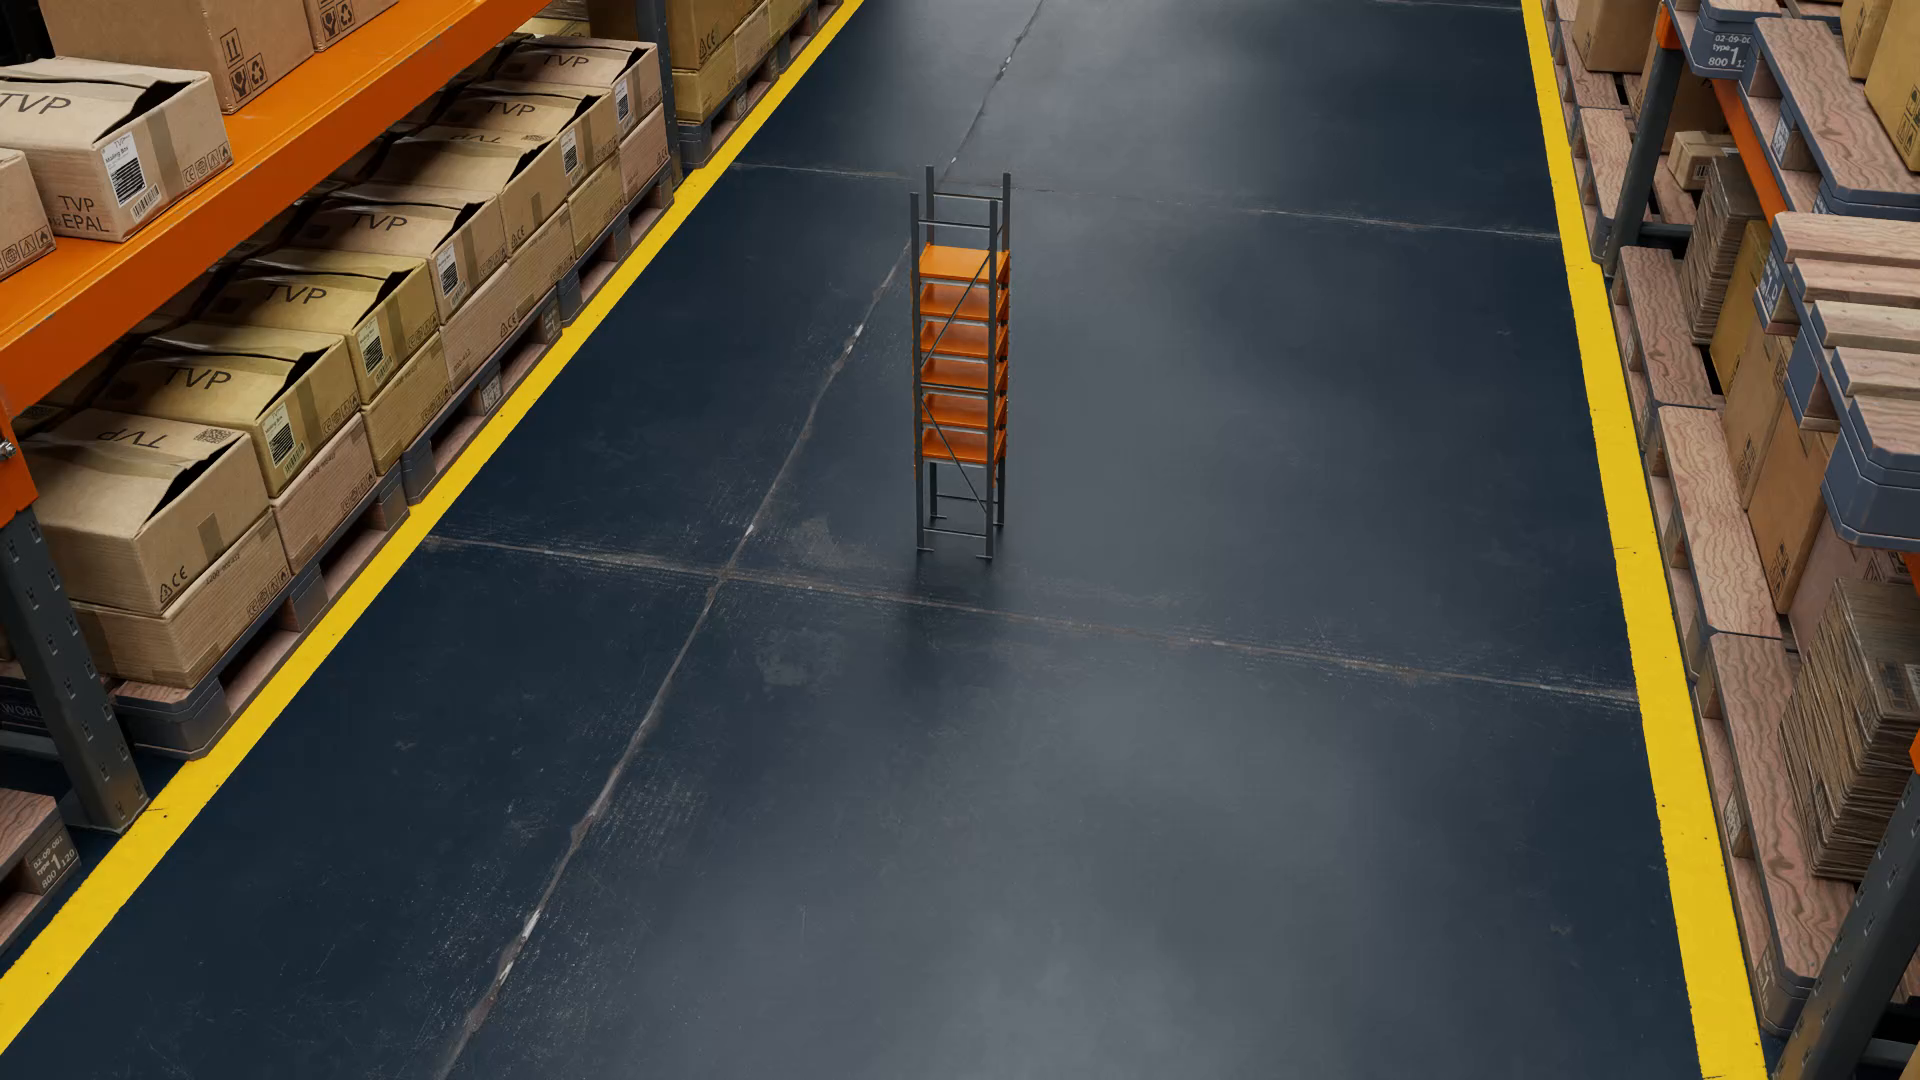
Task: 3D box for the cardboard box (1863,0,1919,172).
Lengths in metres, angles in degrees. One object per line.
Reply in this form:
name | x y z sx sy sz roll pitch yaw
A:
cardboard box | 2.578 -1.148 3.818 0.700 0.500 0.500 7 37 10

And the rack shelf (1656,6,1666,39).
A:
rack shelf | 3.525 -3.091 7.571 1.077 0.370 4.000 7 37 10

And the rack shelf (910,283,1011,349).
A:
rack shelf | 0.003 -0.652 4.795 0.258 0.103 0.180 7 37 10

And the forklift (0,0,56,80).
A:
forklift | -4.270 -2.416 6.085 1.130 2.935 3.031 7 36 9

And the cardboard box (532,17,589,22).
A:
cardboard box | -1.741 -2.489 8.114 0.500 0.250 0.500 7 37 10

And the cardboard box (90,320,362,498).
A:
cardboard box | -2.094 -0.410 4.767 0.500 0.311 0.500 6 36 9

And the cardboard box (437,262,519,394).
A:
cardboard box | -1.877 -0.762 5.730 0.500 0.250 0.500 8 37 11

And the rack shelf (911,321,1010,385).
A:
rack shelf | 0.003 -0.555 4.865 0.258 0.103 0.180 7 37 10

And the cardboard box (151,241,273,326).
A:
cardboard box | -2.511 -0.764 5.255 0.500 0.311 0.500 7 37 10

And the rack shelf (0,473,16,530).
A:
rack shelf | -3.024 0.877 2.097 1.077 0.370 4.000 7 37 10

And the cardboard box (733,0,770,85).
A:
cardboard box | -1.236 -2.425 8.024 0.500 0.250 0.500 7 37 10

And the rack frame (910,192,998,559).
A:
rack frame | -0.016 -0.442 4.837 0.240 1.200 0.006 7 37 10

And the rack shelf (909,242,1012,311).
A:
rack shelf | 0.003 -0.750 4.724 0.258 0.103 0.180 7 37 10

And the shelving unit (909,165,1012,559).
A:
shelving unit | 0.003 -0.494 4.909 0.258 1.200 0.189 7 37 10

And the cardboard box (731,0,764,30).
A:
cardboard box | -1.239 -2.729 7.805 0.500 0.500 0.500 7 37 10

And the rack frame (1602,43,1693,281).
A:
rack frame | 3.097 -2.235 5.778 1.000 3.000 0.127 7 37 10

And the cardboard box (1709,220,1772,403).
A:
cardboard box | 2.895 -0.675 5.380 0.700 0.500 0.500 7 36 9

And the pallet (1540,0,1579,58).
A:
pallet | 3.727 -2.894 9.064 1.003 0.211 1.213 7 37 10

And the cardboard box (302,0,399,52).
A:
cardboard box | -2.142 -1.867 5.185 0.500 0.500 0.500 7 37 10

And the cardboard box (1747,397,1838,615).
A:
cardboard box | 2.648 -0.096 4.582 0.700 0.500 0.500 7 37 10

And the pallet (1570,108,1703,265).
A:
pallet | 3.206 -1.496 7.134 1.003 0.211 1.213 7 37 10

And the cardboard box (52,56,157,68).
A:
cardboard box | -2.380 -1.197 4.560 0.380 0.149 0.250 10 37 13

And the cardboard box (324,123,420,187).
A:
cardboard box | -2.296 -1.349 6.062 0.500 0.311 0.500 6 36 8

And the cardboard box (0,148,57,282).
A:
cardboard box | -2.477 -0.728 3.774 0.500 0.311 0.500 10 37 13

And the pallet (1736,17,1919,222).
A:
pallet | 2.626 -1.004 4.243 1.003 0.211 1.213 7 37 10

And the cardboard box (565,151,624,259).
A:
cardboard box | -1.658 -1.347 6.537 0.500 0.250 0.500 7 36 9

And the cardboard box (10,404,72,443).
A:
cardboard box | -2.726 -0.176 4.444 0.500 0.311 0.500 8 37 11

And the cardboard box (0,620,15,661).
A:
cardboard box | -2.723 0.050 4.610 0.500 0.250 0.500 8 37 11

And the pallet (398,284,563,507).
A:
pallet | -2.120 -0.596 5.893 1.003 0.211 1.213 7 37 10

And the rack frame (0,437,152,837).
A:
rack frame | -2.597 -0.561 3.468 1.000 3.000 0.127 7 37 10

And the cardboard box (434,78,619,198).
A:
cardboard box | -1.654 -1.571 6.368 0.500 0.311 0.500 8 37 11

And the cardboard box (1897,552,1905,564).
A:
cardboard box | 2.529 -0.150 4.017 0.500 0.250 0.500 8 37 11

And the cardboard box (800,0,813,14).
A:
cardboard box | -1.023 -2.998 8.816 0.500 0.250 0.500 7 37 10

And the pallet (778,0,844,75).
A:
pallet | -1.274 -2.877 9.040 1.003 0.211 1.213 7 37 10

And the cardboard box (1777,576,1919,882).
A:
cardboard box | 2.346 0.473 3.797 0.700 0.500 0.500 8 37 11

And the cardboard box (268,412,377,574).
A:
cardboard box | -2.092 -0.169 4.913 0.500 0.250 0.500 6 36 9

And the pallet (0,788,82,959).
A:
pallet | -2.794 0.992 3.702 1.003 0.211 1.213 7 37 10

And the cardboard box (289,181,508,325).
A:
cardboard box | -1.874 -0.997 5.577 0.500 0.311 0.500 7 36 9

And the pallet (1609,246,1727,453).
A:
pallet | 2.933 -0.660 5.980 1.003 0.211 1.213 7 37 10

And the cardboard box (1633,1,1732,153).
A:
cardboard box | 3.280 -2.001 7.210 0.500 0.500 0.500 5 36 6

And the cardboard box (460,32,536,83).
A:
cardboard box | -2.074 -1.932 6.867 0.500 0.311 0.500 7 37 10
